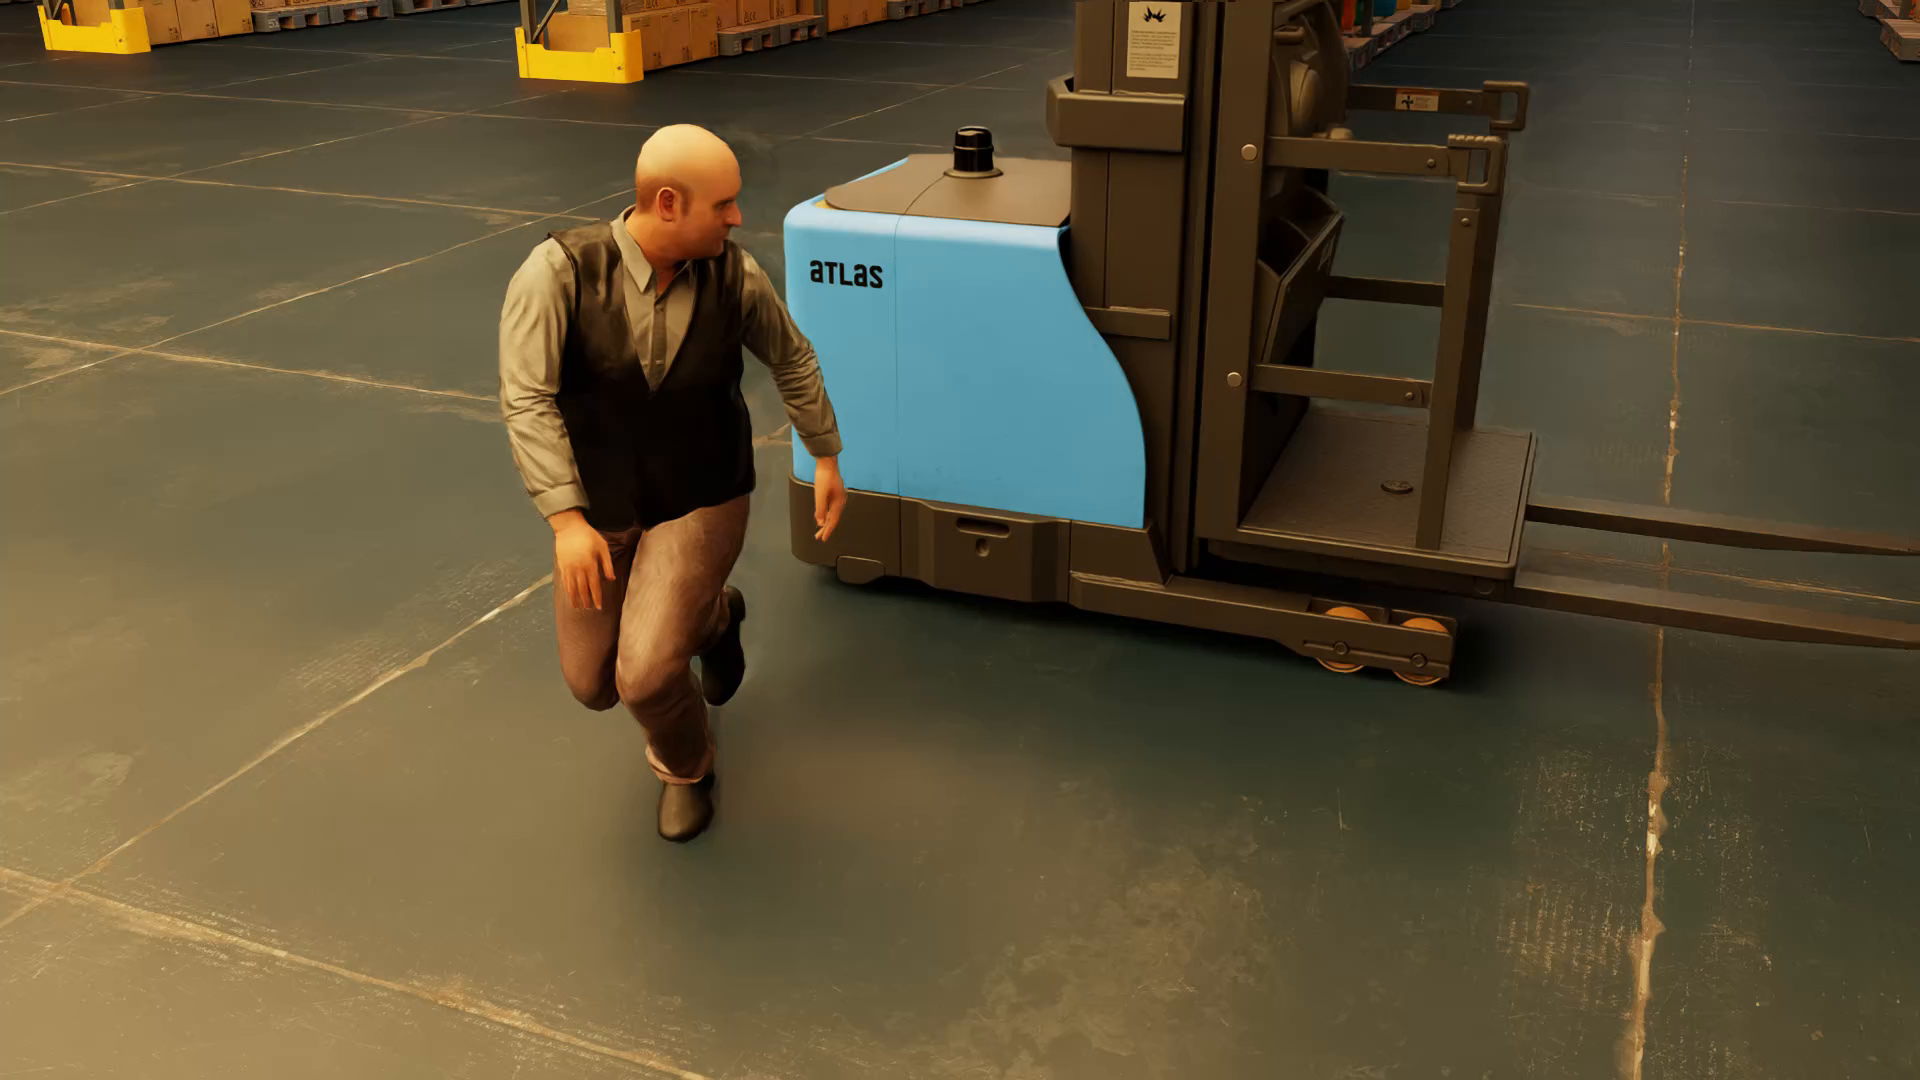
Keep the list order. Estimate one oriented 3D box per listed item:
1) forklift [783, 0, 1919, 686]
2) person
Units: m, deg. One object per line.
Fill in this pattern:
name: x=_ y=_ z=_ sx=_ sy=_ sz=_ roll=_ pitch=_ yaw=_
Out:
forklift: x=1.083 y=-1.216 z=4.201 sx=3.031 sy=2.935 sz=1.130 roll=8 pitch=24 yaw=19
person: x=-0.568 y=-0.133 z=3.522 sx=0.627 sy=1.503 sz=0.806 roll=1 pitch=23 yaw=3
